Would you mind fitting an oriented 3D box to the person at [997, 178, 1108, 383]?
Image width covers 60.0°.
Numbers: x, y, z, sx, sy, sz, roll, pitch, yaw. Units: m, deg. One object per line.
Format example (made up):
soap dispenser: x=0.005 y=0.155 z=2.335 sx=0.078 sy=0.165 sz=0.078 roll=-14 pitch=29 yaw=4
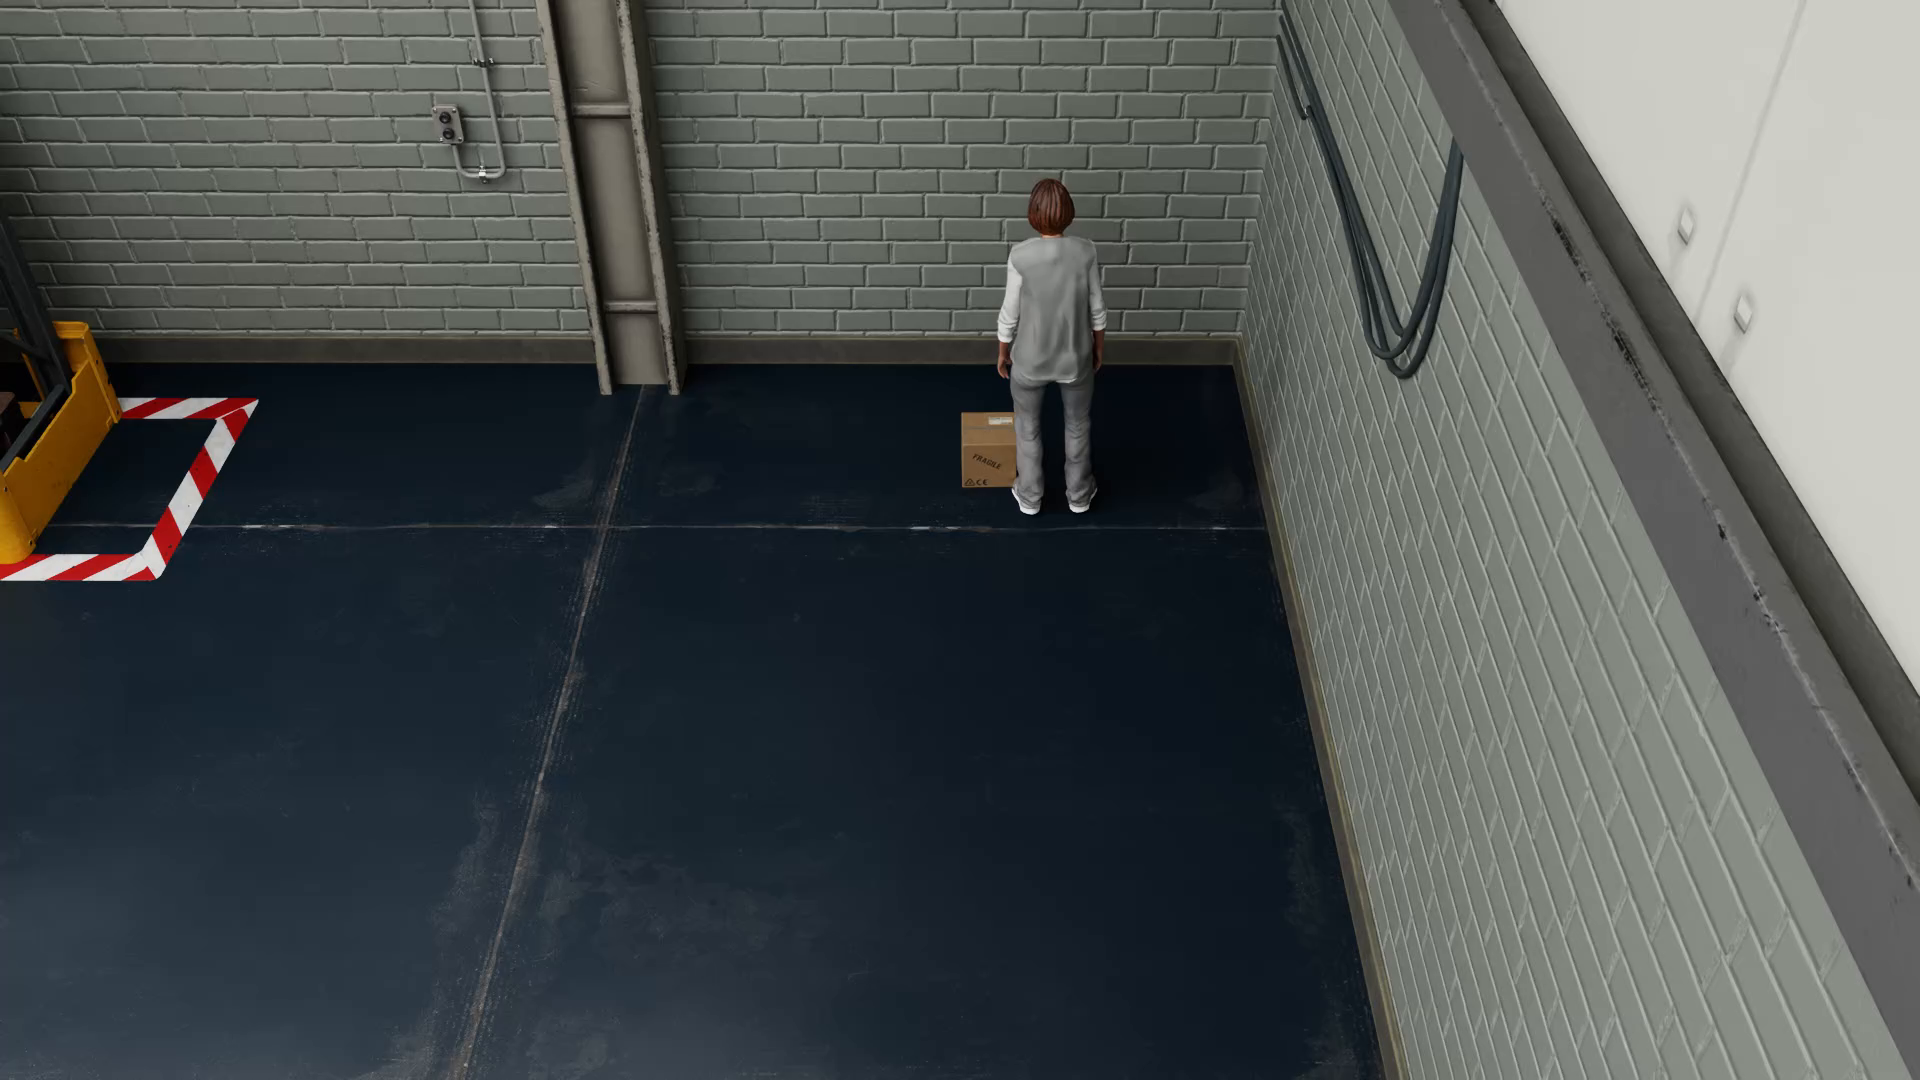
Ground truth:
person: x=0.384 y=-1.044 z=6.876 sx=0.464 sy=0.912 sz=0.330 roll=-2 pitch=40 yaw=-3
